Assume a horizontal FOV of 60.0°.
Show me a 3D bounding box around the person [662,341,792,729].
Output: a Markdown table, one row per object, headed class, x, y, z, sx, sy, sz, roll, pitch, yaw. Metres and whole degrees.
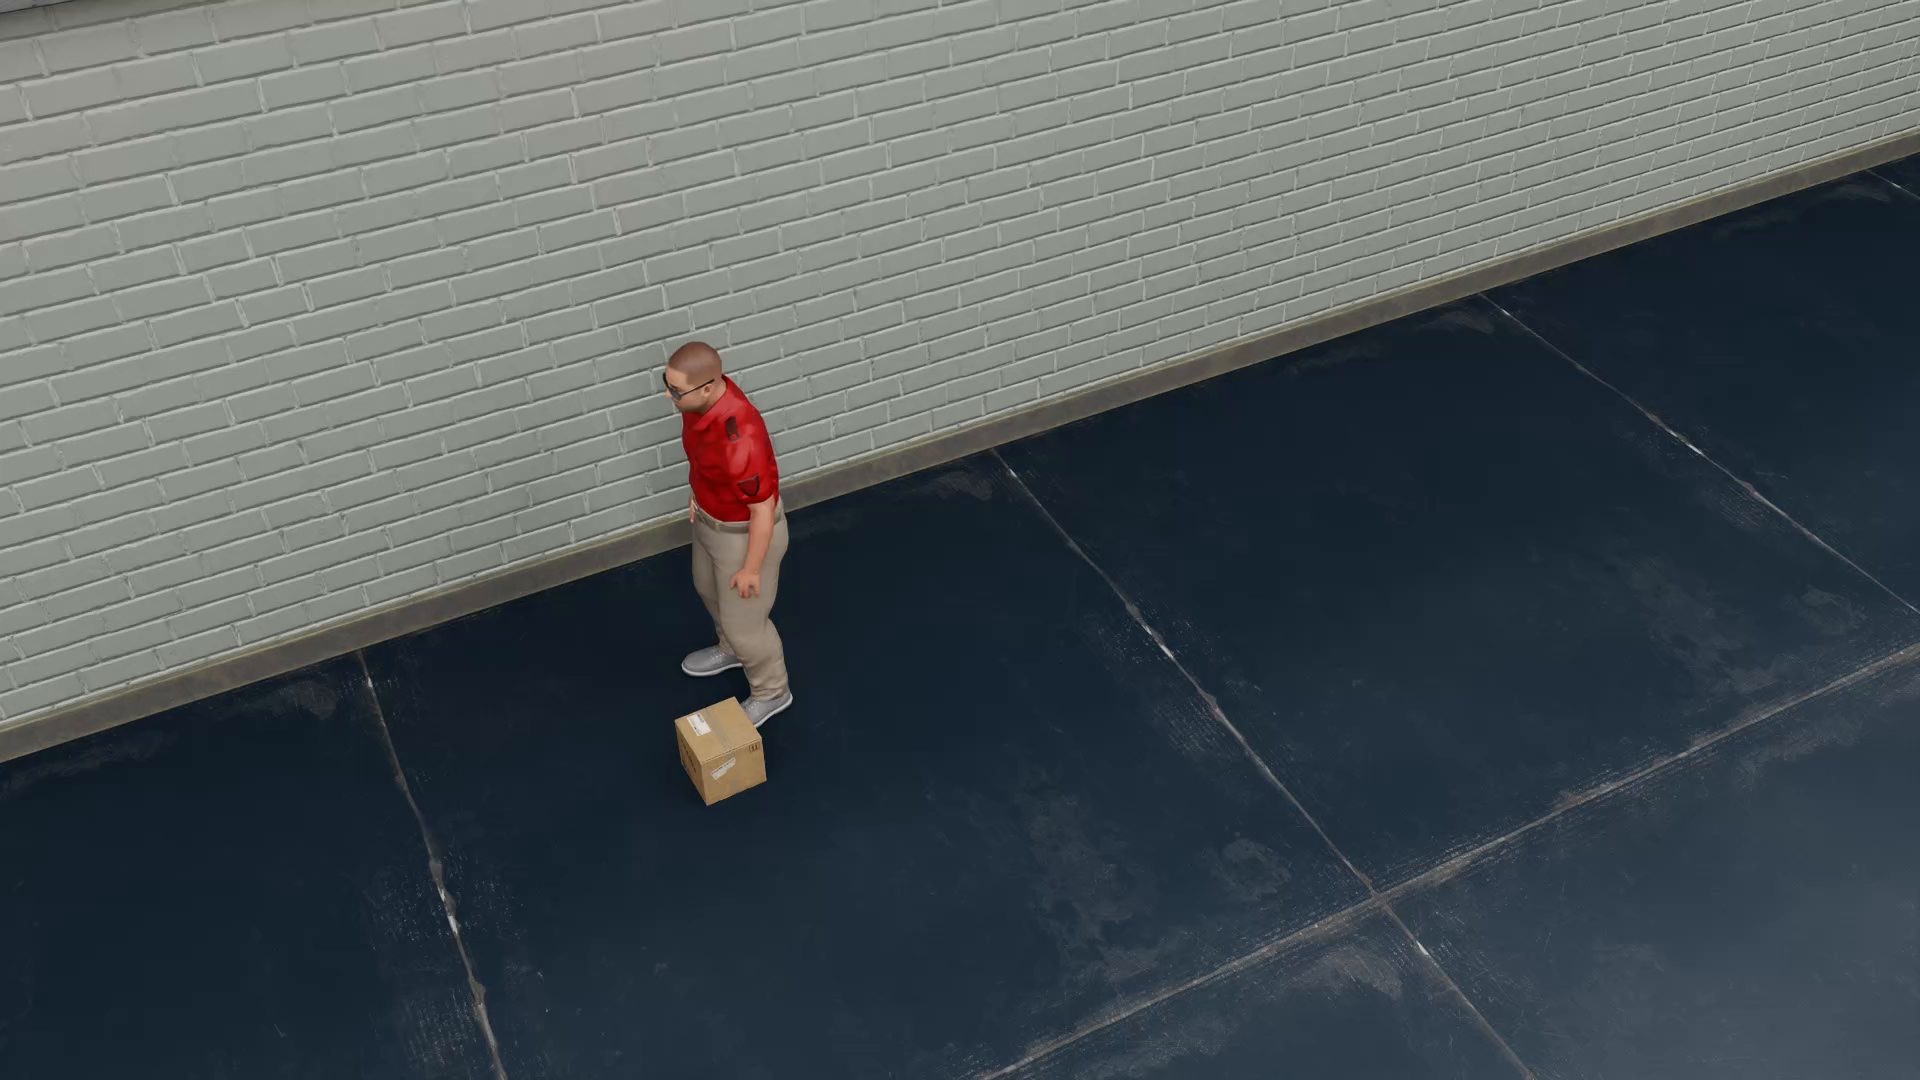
| class | x | y | z | sx | sy | sz | roll | pitch | yaw |
| --- | --- | --- | --- | --- | --- | --- | --- | --- | --- |
| person | -0.862 | -0.032 | 6.206 | 0.396 | 1.726 | 0.585 | -19 | 44 | -20 |
